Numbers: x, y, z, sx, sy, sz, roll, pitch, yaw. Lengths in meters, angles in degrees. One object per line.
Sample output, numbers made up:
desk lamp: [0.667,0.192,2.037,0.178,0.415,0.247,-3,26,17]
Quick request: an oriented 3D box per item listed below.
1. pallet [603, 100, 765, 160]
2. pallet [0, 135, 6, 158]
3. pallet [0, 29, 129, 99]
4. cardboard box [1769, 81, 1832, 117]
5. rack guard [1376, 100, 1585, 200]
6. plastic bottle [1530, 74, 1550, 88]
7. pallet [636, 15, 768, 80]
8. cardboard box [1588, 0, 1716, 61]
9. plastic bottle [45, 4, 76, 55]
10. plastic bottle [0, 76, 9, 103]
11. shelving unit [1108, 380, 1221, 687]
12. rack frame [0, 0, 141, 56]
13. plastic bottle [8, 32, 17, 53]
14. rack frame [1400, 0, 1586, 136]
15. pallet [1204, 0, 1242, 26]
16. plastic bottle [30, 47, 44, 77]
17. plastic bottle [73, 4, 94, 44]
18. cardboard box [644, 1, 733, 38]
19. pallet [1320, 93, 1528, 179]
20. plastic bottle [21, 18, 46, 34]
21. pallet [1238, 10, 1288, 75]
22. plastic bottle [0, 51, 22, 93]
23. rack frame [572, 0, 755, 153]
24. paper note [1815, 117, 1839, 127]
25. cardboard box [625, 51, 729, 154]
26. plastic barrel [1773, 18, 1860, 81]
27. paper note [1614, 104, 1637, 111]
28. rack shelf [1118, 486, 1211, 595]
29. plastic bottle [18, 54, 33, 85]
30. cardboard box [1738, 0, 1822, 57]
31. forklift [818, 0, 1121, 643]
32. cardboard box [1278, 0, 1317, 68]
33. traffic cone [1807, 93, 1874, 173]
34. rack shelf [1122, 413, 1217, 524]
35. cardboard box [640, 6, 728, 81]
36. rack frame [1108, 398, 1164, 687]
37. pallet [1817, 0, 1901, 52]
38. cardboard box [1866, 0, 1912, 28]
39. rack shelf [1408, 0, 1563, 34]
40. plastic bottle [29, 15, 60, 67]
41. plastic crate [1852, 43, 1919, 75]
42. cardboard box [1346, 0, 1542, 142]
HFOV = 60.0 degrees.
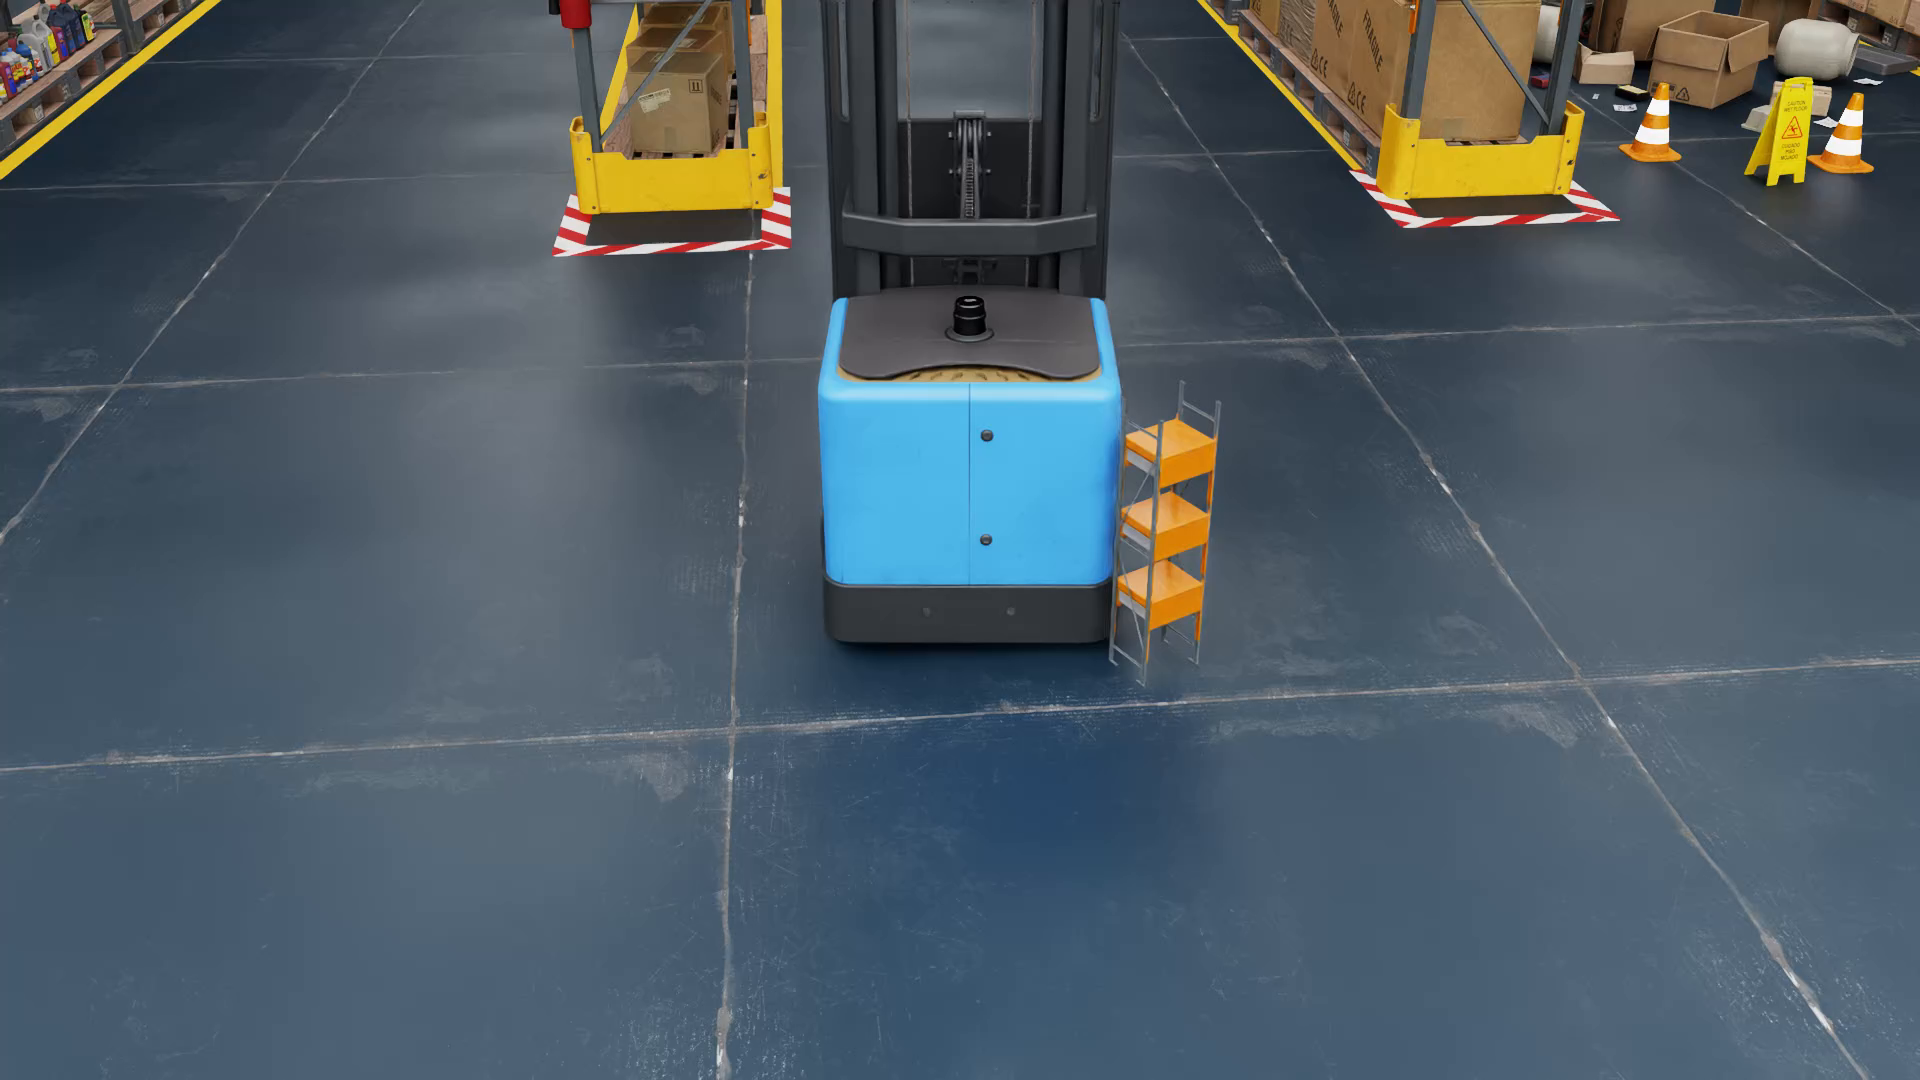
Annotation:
pallet: [-1.778,-2.588,10.876,1.003,0.211,1.213,-3,31,-5]
pallet: [-6.786,-2.347,10.473,1.003,0.211,1.213,-3,31,-5]
pallet: [-7.014,-3.592,12.559,1.003,0.211,1.213,-3,31,-5]
cardboard box: [6.003,-3.153,11.883,0.380,0.149,0.250,13,33,21]
rack guard: [3.220,-2.430,10.331,1.175,0.500,0.348,-3,31,-5]
plastic bottle: [4.429,-3.445,12.458,0.283,0.061,0.133,-14,33,-22]
pallet: [-2.006,-3.833,12.962,1.003,0.211,1.213,-3,31,-5]
cardboard box: [5.356,-4.043,12.896,0.797,0.637,0.503,-3,31,-5]
plastic bottle: [-6.670,-3.773,12.296,0.144,0.351,0.185,-4,31,-7]
plastic bottle: [-6.530,-3.073,11.270,0.097,0.201,0.097,0,31,0]
shelving unit: [0.698,-0.009,5.741,0.252,1.050,0.215,-19,36,-28]
rack frame: [-7.035,-5.134,12.421,1.000,3.000,0.127,-3,31,-5]
plastic bottle: [-6.735,-3.491,11.889,0.061,0.283,0.133,-3,31,-5]
rack frame: [3.218,-3.516,9.711,1.000,3.000,0.127,-3,31,-5]
pallet: [2.697,-4.751,14.498,1.003,0.211,1.213,-3,31,-5]
plastic bottle: [-6.590,-3.402,11.820,0.097,0.201,0.097,0,31,0]
plastic bottle: [-6.662,-3.927,12.620,0.061,0.283,0.133,-1,31,-2]
cardboard box: [-2.045,-3.981,12.517,0.500,0.500,0.500,7,32,11]
pallet: [3.065,-2.723,11.103,1.003,0.211,1.213,-3,31,-5]
plastic bottle: [-6.815,-3.721,12.282,0.152,0.276,0.135,-3,31,-5]
pallet: [2.837,-3.969,13.188,1.003,0.211,1.213,-3,31,-5]
plastic bottle: [-6.553,-3.225,11.456,0.097,0.271,0.097,0,31,0]
rack frame: [-1.730,-3.330,9.399,1.000,3.000,0.127,-3,31,-5]
paper note: [6.066,-2.917,11.604,0.148,0.019,0.142,-14,33,-22]
cardboard box: [-1.772,-2.756,10.468,0.500,0.500,0.500,3,31,5]
plastic barrel: [6.436,-3.680,12.499,0.512,0.421,0.421,20,36,29]
paper note: [4.765,-3.101,11.913,0.144,0.017,0.142,8,32,13]
rack shelf: [0.698,0.000,5.746,0.240,0.259,0.215,-19,36,-28]
plastic bottle: [-6.571,-3.297,11.645,0.097,0.201,0.097,0,31,0]
cardboard box: [6.508,-4.162,13.228,0.500,0.500,0.500,20,36,29]
forklift: [0.038,-1.602,6.574,1.130,2.935,3.031,0,31,0]
cardboard box: [2.921,-4.041,12.253,0.875,0.875,0.875,-3,31,-4]
traffic cone: [5.739,-2.646,10.729,0.336,0.463,0.334,-3,31,-5]
rack shelf: [0.698,-0.243,5.601,0.240,0.259,0.215,-19,36,-28]
cardboard box: [-1.901,-3.380,11.512,0.500,0.500,0.500,0,31,0]
rack frame: [0.596,0.026,5.683,0.008,1.050,0.200,-19,36,-28]
pallet: [7.861,-4.308,13.757,1.003,0.211,1.213,-3,31,-5]
cardboard box: [7.610,-4.260,13.229,0.500,0.250,0.500,-1,31,-2]
rack shelf: [3.031,-4.228,11.605,1.077,0.370,4.000,-3,31,-5]
plastic bottle: [-6.640,-3.608,12.020,0.144,0.351,0.185,-3,31,-5]
plastic crate: [7.093,-3.752,12.954,0.402,0.080,0.583,-14,33,-22]
cardboard box: [3.089,-3.127,10.722,0.875,0.875,0.875,-3,31,-4]
